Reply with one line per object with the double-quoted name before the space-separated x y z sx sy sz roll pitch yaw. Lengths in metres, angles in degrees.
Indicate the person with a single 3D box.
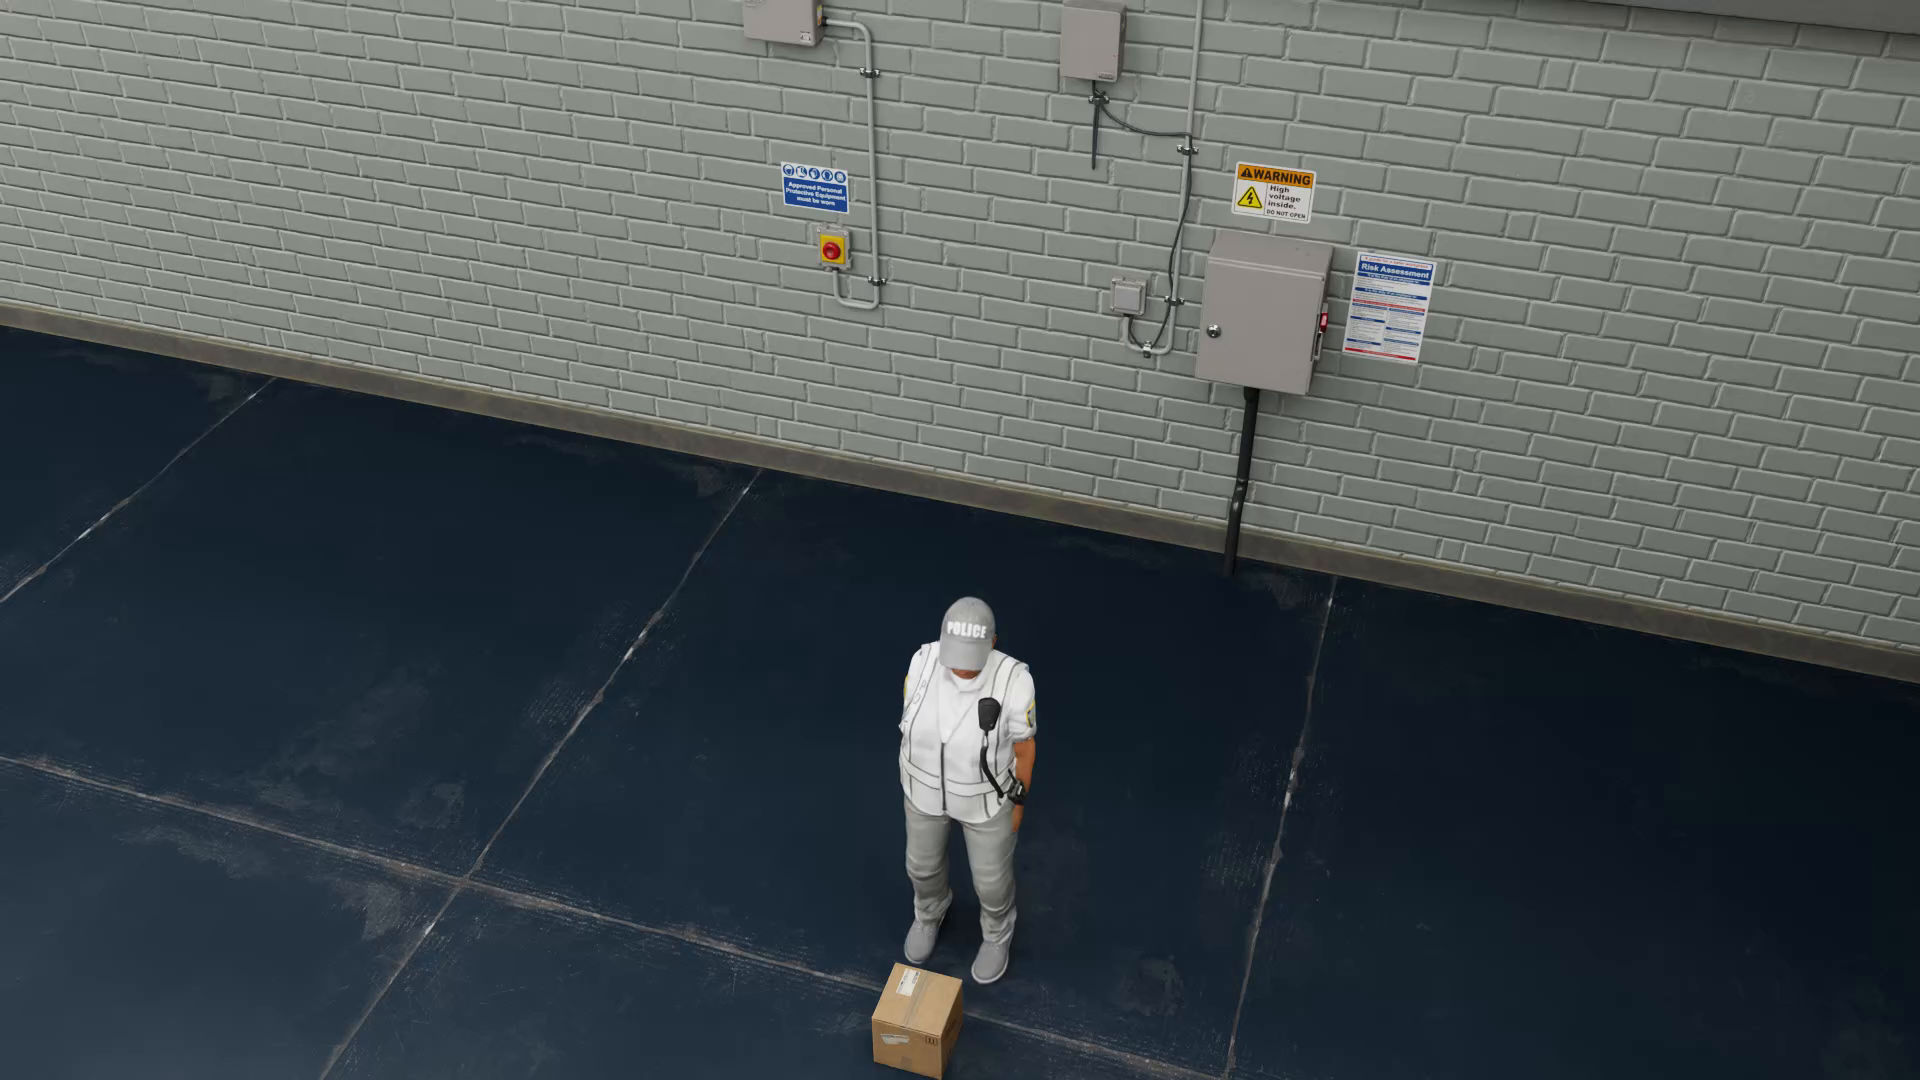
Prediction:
"person" 0.020 0.876 5.756 0.468 1.671 0.389 12 39 15
